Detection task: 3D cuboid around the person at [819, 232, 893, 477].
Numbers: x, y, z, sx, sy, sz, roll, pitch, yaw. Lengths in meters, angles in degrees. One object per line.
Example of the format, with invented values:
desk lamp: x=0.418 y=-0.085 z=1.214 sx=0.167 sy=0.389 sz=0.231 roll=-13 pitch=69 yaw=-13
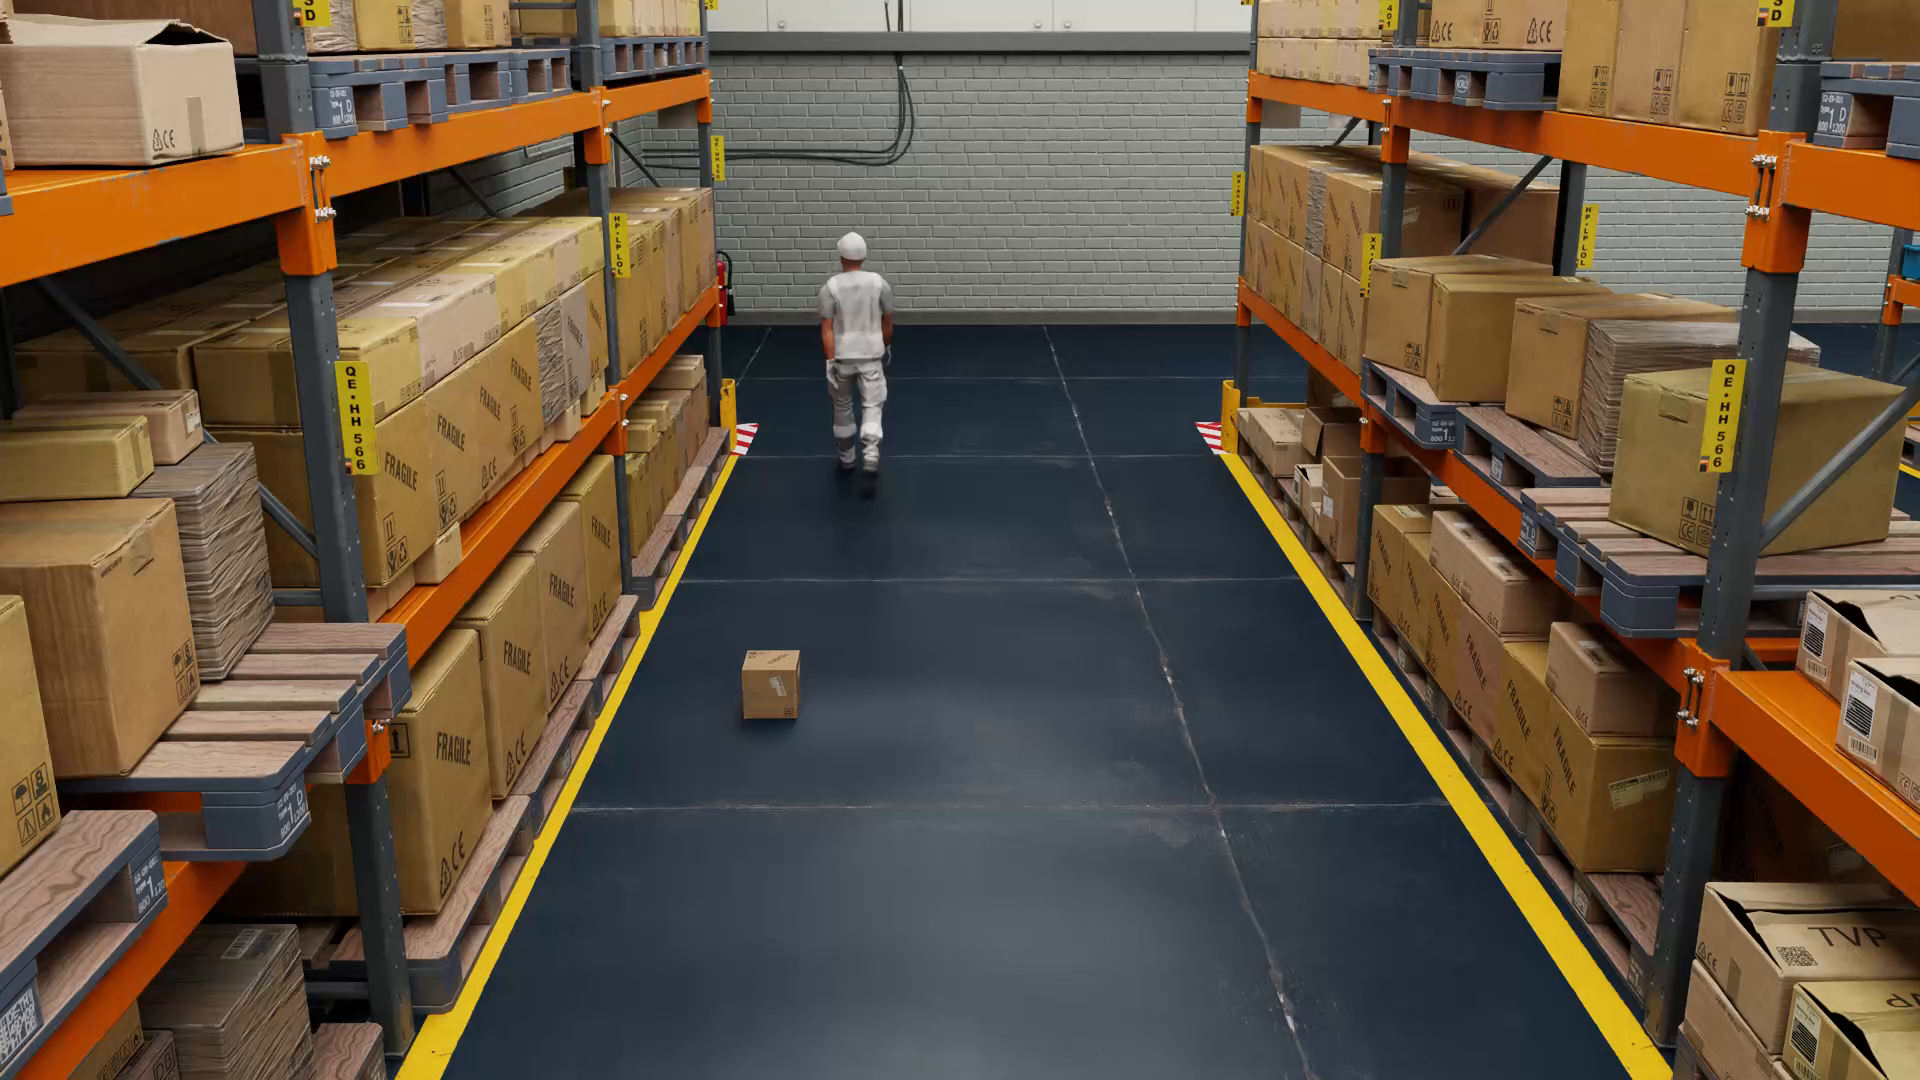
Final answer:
person: x=-0.731 y=-1.294 z=11.763 sx=0.521 sy=1.751 sz=1.003 roll=-2 pitch=17 yaw=-5
